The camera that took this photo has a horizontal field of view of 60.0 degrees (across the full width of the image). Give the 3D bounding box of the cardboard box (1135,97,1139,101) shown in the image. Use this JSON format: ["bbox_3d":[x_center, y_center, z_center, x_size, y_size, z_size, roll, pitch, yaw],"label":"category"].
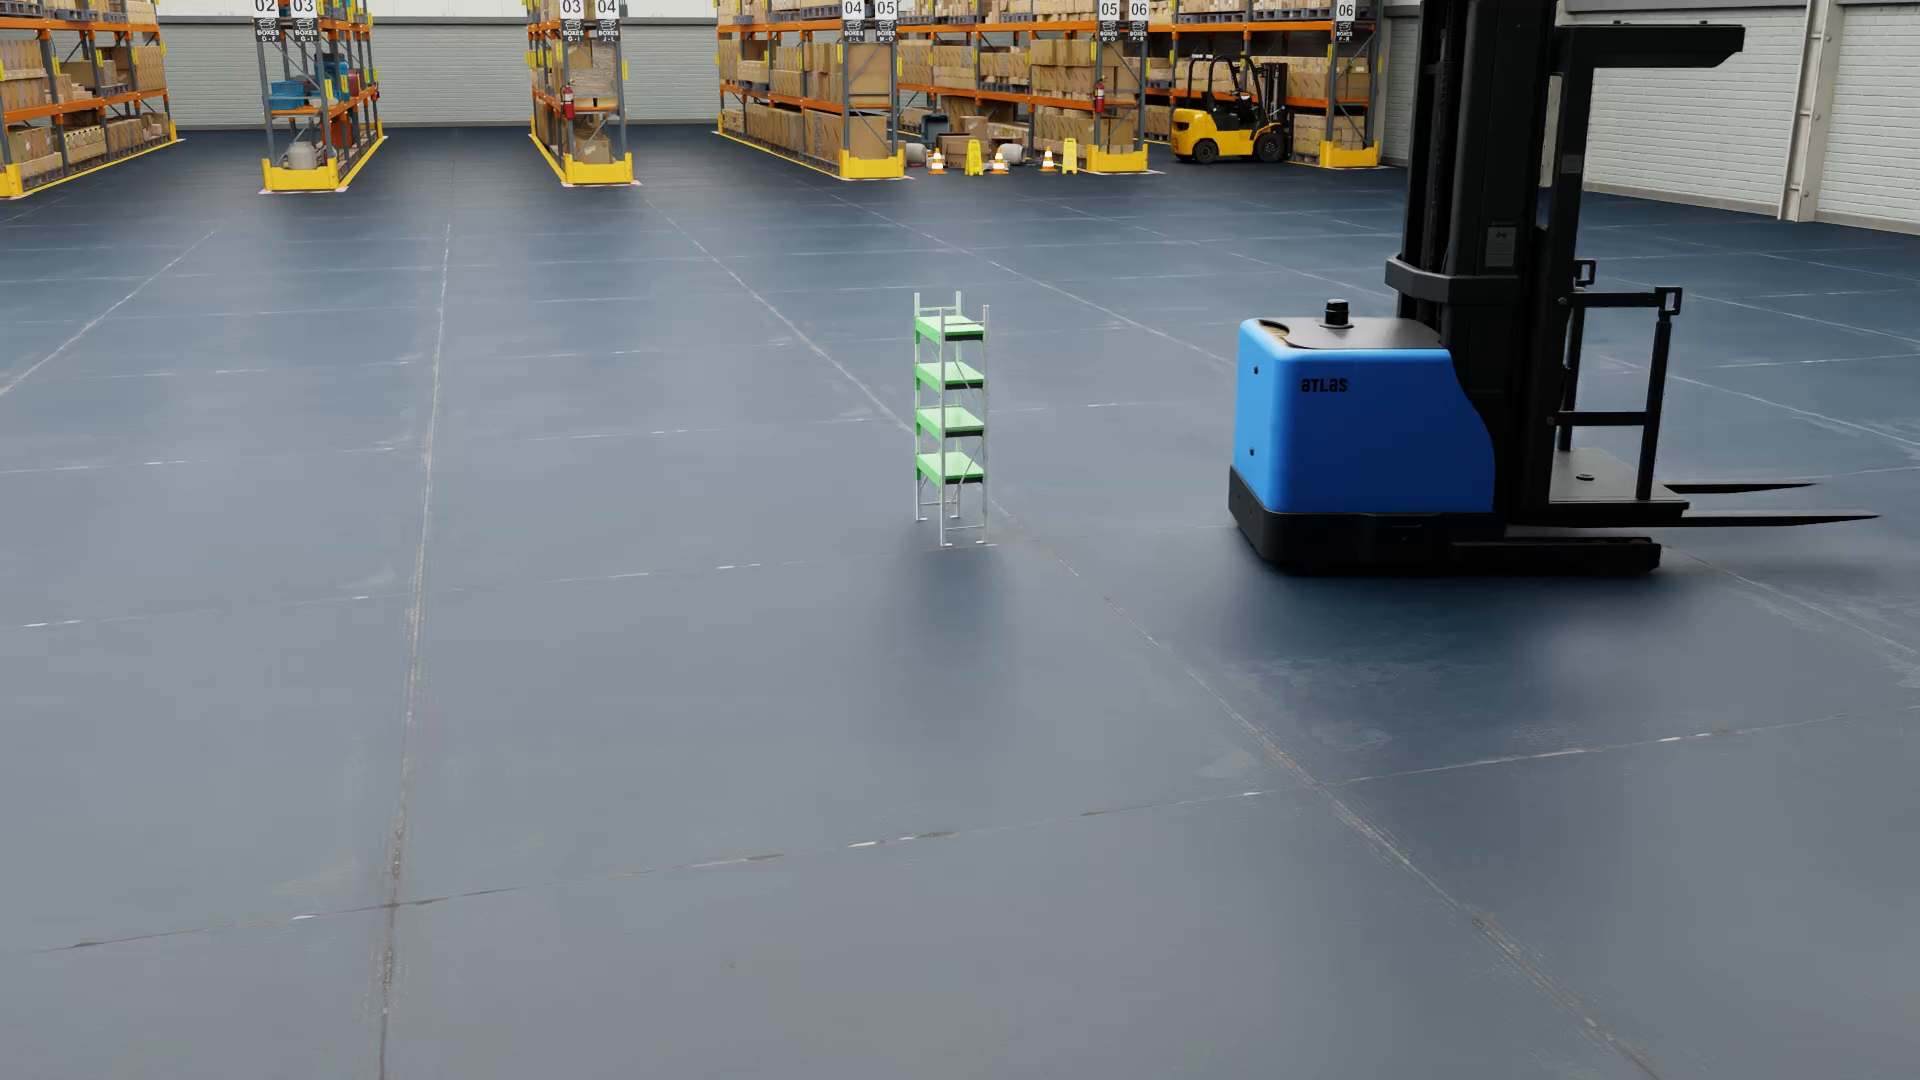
[{"bbox_3d":[4.515,-11.605,43.843,0.380,0.149,0.250,-6,18,-18],"label":"cardboard box"}]

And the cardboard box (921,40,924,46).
[{"bbox_3d":[-0.825,-13.127,43.898,0.380,0.149,0.250,-5,17,-16],"label":"cardboard box"}]

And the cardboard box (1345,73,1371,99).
[{"bbox_3d":[7.983,-9.224,33.771,0.500,0.500,0.500,-4,17,-13],"label":"cardboard box"}]

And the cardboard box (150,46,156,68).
[{"bbox_3d":[-19.697,-11.626,40.031,0.500,0.500,0.500,-4,17,-14],"label":"cardboard box"}]

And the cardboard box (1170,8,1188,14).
[{"bbox_3d":[5.325,-12.865,40.419,0.380,0.149,0.250,-4,17,-14],"label":"cardboard box"}]

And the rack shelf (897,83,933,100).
[{"bbox_3d":[-0.767,-12.152,44.942,1.077,0.370,4.000,-5,17,-15],"label":"rack shelf"}]

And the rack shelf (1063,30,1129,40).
[{"bbox_3d":[4.005,-13.982,45.820,1.077,0.370,4.000,-5,17,-15],"label":"rack shelf"}]

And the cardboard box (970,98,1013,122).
[{"bbox_3d":[0.772,-10.218,40.217,0.875,0.875,0.875,-5,17,-16],"label":"cardboard box"}]

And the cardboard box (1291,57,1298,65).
[{"bbox_3d":[7.104,-9.946,34.529,0.380,0.149,0.250,-4,17,-14],"label":"cardboard box"}]

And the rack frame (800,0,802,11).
[{"bbox_3d":[-2.750,-12.184,33.371,1.000,3.000,0.127,-5,17,-15],"label":"rack frame"}]

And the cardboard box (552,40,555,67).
[{"bbox_3d":[-7.529,-9.333,31.879,0.500,0.500,0.500,-5,17,-15],"label":"cardboard box"}]

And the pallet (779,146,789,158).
[{"bbox_3d":[-3.374,-8.521,36.451,1.003,0.211,1.213,-5,17,-15],"label":"pallet"}]

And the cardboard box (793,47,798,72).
[{"bbox_3d":[-3.174,-10.256,35.470,0.700,0.500,0.500,-5,17,-15],"label":"cardboard box"}]

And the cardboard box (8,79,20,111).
[{"bbox_3d":[-16.369,-7.519,28.094,0.700,0.500,0.500,-5,17,-15],"label":"cardboard box"}]

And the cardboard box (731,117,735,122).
[{"bbox_3d":[-5.847,-11.157,44.088,0.380,0.149,0.250,-6,18,-18],"label":"cardboard box"}]

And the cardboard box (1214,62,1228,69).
[{"bbox_3d":[6.066,-10.910,38.257,0.380,0.149,0.250,-5,17,-15],"label":"cardboard box"}]

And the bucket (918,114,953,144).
[{"bbox_3d":[-0.496,-8.616,34.968,0.726,0.611,0.620,1,7,4],"label":"bucket"}]

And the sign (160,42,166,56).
[{"bbox_3d":[-19.832,-12.228,41.384,0.100,0.325,0.005,-5,17,-15],"label":"sign"}]

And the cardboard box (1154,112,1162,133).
[{"bbox_3d":[5.203,-10.473,41.719,0.500,0.500,0.500,-5,17,-16],"label":"cardboard box"}]

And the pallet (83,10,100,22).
[{"bbox_3d":[-17.900,-10.436,33.095,1.213,0.211,1.003,-4,17,-13],"label":"pallet"}]

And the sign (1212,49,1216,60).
[{"bbox_3d":[6.186,-11.829,40.606,0.100,0.325,0.005,-5,17,-15],"label":"sign"}]

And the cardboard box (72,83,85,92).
[{"bbox_3d":[-18.114,-9.124,33.768,0.500,0.311,0.500,-4,17,-12],"label":"cardboard box"}]

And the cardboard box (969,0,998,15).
[{"bbox_3d":[0.634,-12.616,39.114,0.797,0.503,0.637,-6,18,-19],"label":"cardboard box"}]

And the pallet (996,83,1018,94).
[{"bbox_3d":[1.466,-10.200,37.529,1.003,0.211,1.213,-5,17,-15],"label":"pallet"}]

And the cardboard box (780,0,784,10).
[{"bbox_3d":[-3.583,-11.562,35.765,0.500,0.311,0.500,-5,17,-16],"label":"cardboard box"}]

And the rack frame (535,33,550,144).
[{"bbox_3d":[-9.746,-11.159,40.388,1.000,3.000,0.127,-5,17,-15],"label":"rack frame"}]

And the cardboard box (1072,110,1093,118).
[{"bbox_3d":[2.444,-8.475,33.070,0.380,0.149,0.250,-4,17,-14],"label":"cardboard box"}]

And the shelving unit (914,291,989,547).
[{"bbox_3d":[-0.045,-0.620,8.432,0.258,1.200,0.503,-5,17,-15],"label":"shelving unit"}]

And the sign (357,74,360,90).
[{"bbox_3d":[-12.881,-9.785,35.529,0.100,0.325,0.005,-5,17,-15],"label":"sign"}]

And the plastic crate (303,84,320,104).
[{"bbox_3d":[-12.288,-8.370,31.211,0.767,0.338,0.504,-5,17,-15],"label":"plastic crate"}]

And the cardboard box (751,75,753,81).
[{"bbox_3d":[-4.705,-10.882,39.170,0.380,0.149,0.250,-5,18,-18],"label":"cardboard box"}]

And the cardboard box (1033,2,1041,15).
[{"bbox_3d":[1.839,-11.094,34.700,0.500,0.250,0.500,-5,17,-16],"label":"cardboard box"}]

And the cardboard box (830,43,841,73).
[{"bbox_3d":[-1.956,-9.044,31.208,0.875,0.550,0.550,-5,17,-15],"label":"cardboard box"}]

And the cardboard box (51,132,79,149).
[{"bbox_3d":[-17.079,-7.590,31.581,0.500,0.311,0.500,-5,17,-16],"label":"cardboard box"}]

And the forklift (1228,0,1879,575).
[{"bbox_3d":[2.939,-1.390,7.986,3.031,2.935,1.130,0,17,-2],"label":"forklift"}]

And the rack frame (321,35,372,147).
[{"bbox_3d":[-14.508,-10.768,39.085,1.000,3.000,0.127,-5,17,-15],"label":"rack frame"}]

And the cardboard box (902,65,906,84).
[{"bbox_3d":[-1.295,-12.804,45.690,0.500,0.500,0.500,-5,17,-16],"label":"cardboard box"}]

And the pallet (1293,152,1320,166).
[{"bbox_3d":[7.602,-7.890,34.351,1.003,0.211,1.213,-5,17,-15],"label":"pallet"}]

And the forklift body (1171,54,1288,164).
[{"bbox_3d":[5.577,-8.991,34.645,2.313,2.155,1.214,-5,17,-15],"label":"forklift body"}]

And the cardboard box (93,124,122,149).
[{"bbox_3d":[-18.172,-8.577,35.373,0.500,0.500,0.500,-5,18,-17],"label":"cardboard box"}]

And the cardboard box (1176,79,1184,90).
[{"bbox_3d":[5.541,-11.016,40.172,0.500,0.250,0.500,-5,17,-15],"label":"cardboard box"}]

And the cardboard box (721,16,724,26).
[{"bbox_3d":[-6.030,-13.704,43.908,0.500,0.250,0.500,-4,17,-13],"label":"cardboard box"}]

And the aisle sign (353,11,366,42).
[{"bbox_3d":[-15.345,-13.162,42.538,0.394,0.787,0.004,-5,17,-15],"label":"aisle sign"}]

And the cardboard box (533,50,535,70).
[{"bbox_3d":[-10.263,-11.834,41.075,0.500,0.500,0.500,-5,17,-15],"label":"cardboard box"}]

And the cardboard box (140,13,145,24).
[{"bbox_3d":[-19.577,-12.311,39.269,0.500,0.250,0.500,-5,17,-15],"label":"cardboard box"}]

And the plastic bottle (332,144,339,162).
[{"bbox_3d":[-11.802,-7.289,31.342,0.144,0.351,0.185,-6,18,-18],"label":"plastic bottle"}]

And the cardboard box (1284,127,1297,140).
[{"bbox_3d":[7.128,-8.531,34.820,0.500,0.250,0.500,-5,17,-17],"label":"cardboard box"}]

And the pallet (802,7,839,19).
[{"bbox_3d":[-2.535,-10.478,33.059,1.003,0.211,1.213,-5,17,-15],"label":"pallet"}]

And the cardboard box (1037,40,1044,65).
[{"bbox_3d":[2.013,-10.117,34.491,0.700,0.500,0.500,-5,17,-15],"label":"cardboard box"}]

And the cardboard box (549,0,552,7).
[{"bbox_3d":[-7.754,-10.388,32.174,0.380,0.149,0.250,-5,17,-17],"label":"cardboard box"}]

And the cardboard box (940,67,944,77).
[{"bbox_3d":[-0.197,-11.824,41.994,0.500,0.250,0.500,-4,17,-14],"label":"cardboard box"}]

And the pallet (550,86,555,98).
[{"bbox_3d":[-8.063,-9.417,34.921,1.003,0.211,1.213,-5,17,-15],"label":"pallet"}]

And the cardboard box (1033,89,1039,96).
[{"bbox_3d":[1.760,-9.497,35.292,0.380,0.149,0.250,-5,17,-16],"label":"cardboard box"}]

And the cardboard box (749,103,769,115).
[{"bbox_3d":[-4.851,-10.514,40.552,0.500,0.250,0.500,-4,17,-14],"label":"cardboard box"}]
